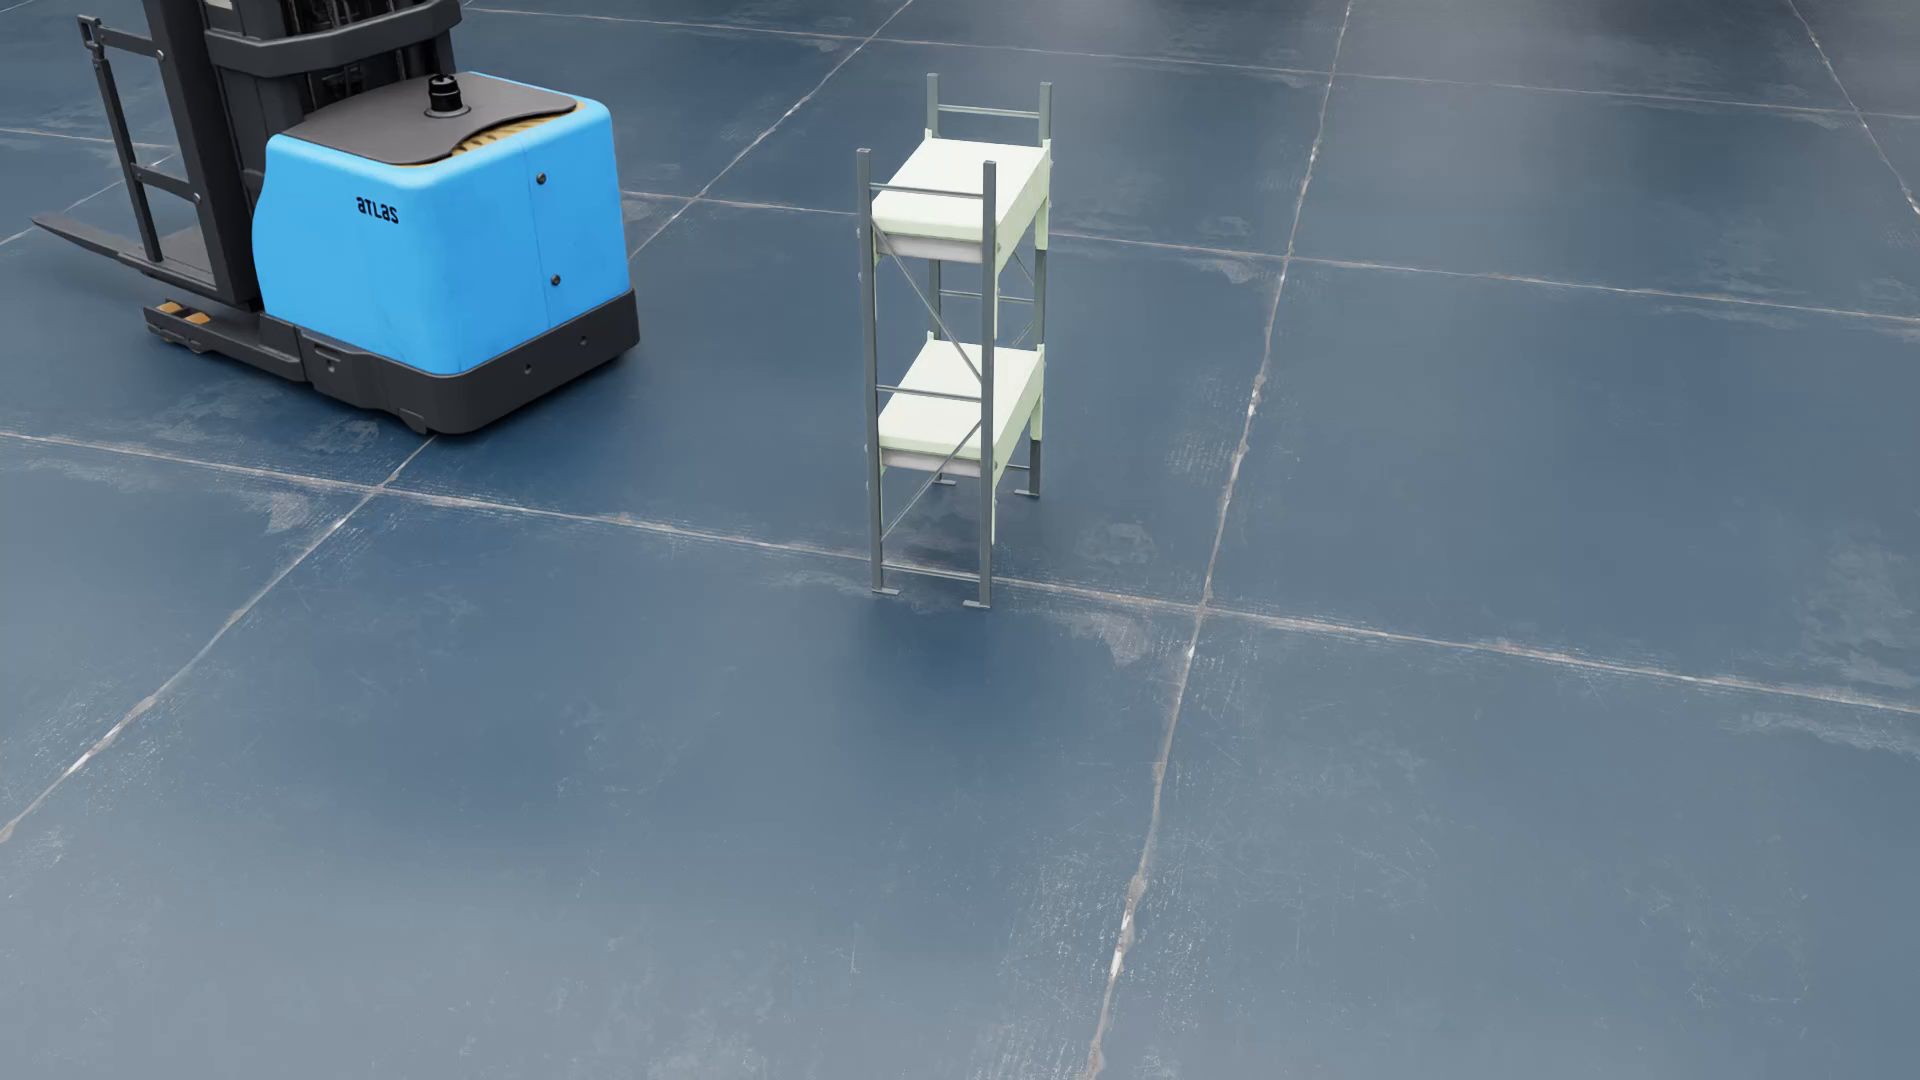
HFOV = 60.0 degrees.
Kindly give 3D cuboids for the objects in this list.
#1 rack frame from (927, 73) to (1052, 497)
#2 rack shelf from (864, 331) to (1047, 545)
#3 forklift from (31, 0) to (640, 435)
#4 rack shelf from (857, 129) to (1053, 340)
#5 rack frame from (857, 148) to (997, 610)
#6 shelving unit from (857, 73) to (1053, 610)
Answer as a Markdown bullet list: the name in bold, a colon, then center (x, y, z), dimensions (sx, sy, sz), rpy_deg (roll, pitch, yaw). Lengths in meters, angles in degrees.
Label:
- **rack frame**: center (0.091, -0.819, 5.641), dimensions (0.400, 1.500, 0.023), rpy_deg (8, 33, 12)
- **rack shelf**: center (-0.002, -0.354, 5.517), dimensions (0.431, 0.370, 0.720), rpy_deg (8, 33, 12)
- **forklift**: center (-2.843, -2.235, 6.533), dimensions (3.031, 2.935, 1.130), rpy_deg (20, 37, 28)
- **rack shelf**: center (-0.002, -0.959, 5.133), dimensions (0.431, 0.370, 0.720), rpy_deg (8, 33, 12)
- **rack frame**: center (-0.095, -0.440, 5.043), dimensions (0.400, 1.500, 0.023), rpy_deg (8, 33, 12)
- **shelving unit**: center (-0.002, -0.629, 5.342), dimensions (0.431, 1.500, 0.755), rpy_deg (8, 33, 12)
